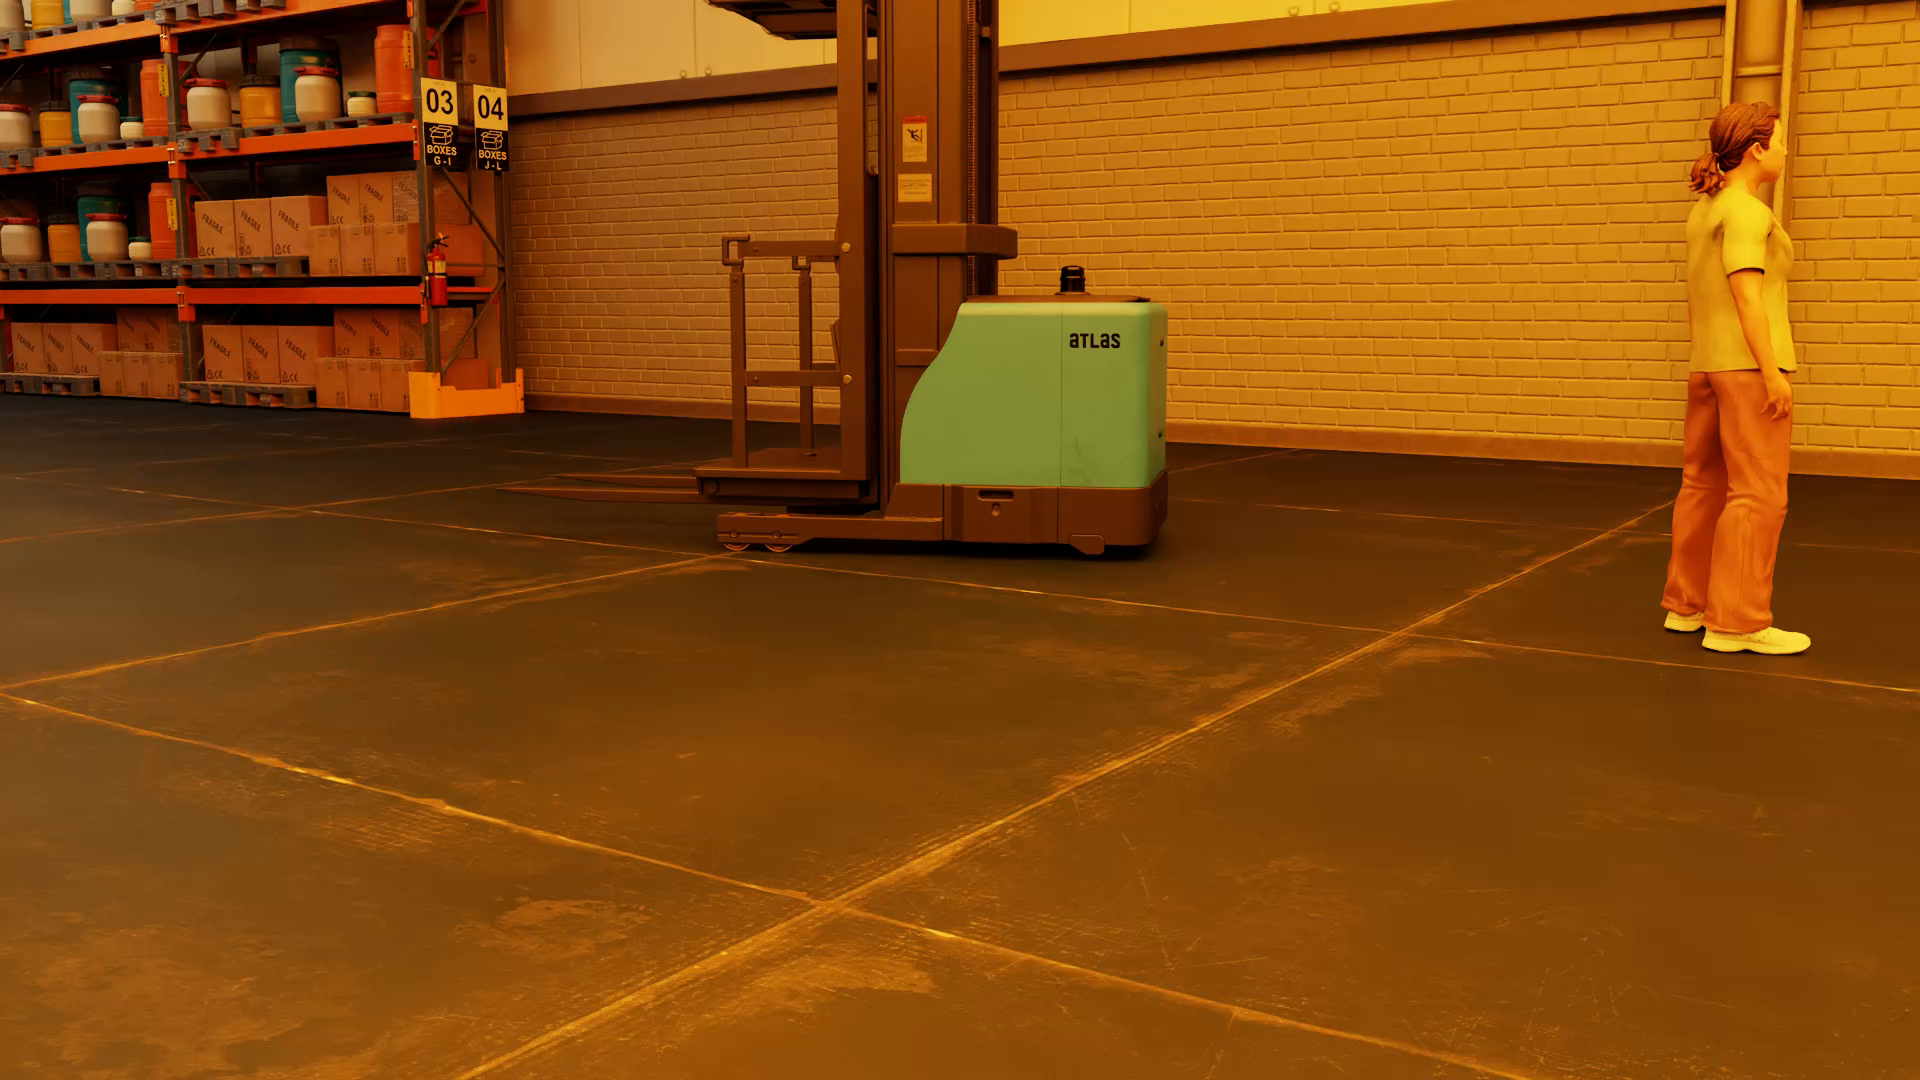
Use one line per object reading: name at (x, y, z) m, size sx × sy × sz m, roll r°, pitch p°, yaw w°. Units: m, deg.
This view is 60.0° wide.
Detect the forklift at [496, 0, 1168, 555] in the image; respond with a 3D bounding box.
forklift at (-0.596, -1.469, 7.520) m, size 3.031 × 2.935 × 1.130 m, roll 2°, pitch 8°, yaw 12°

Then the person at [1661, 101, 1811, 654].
person at (2.421, -0.502, 5.191) m, size 0.402 × 1.675 × 0.596 m, roll 0°, pitch 8°, yaw -1°
